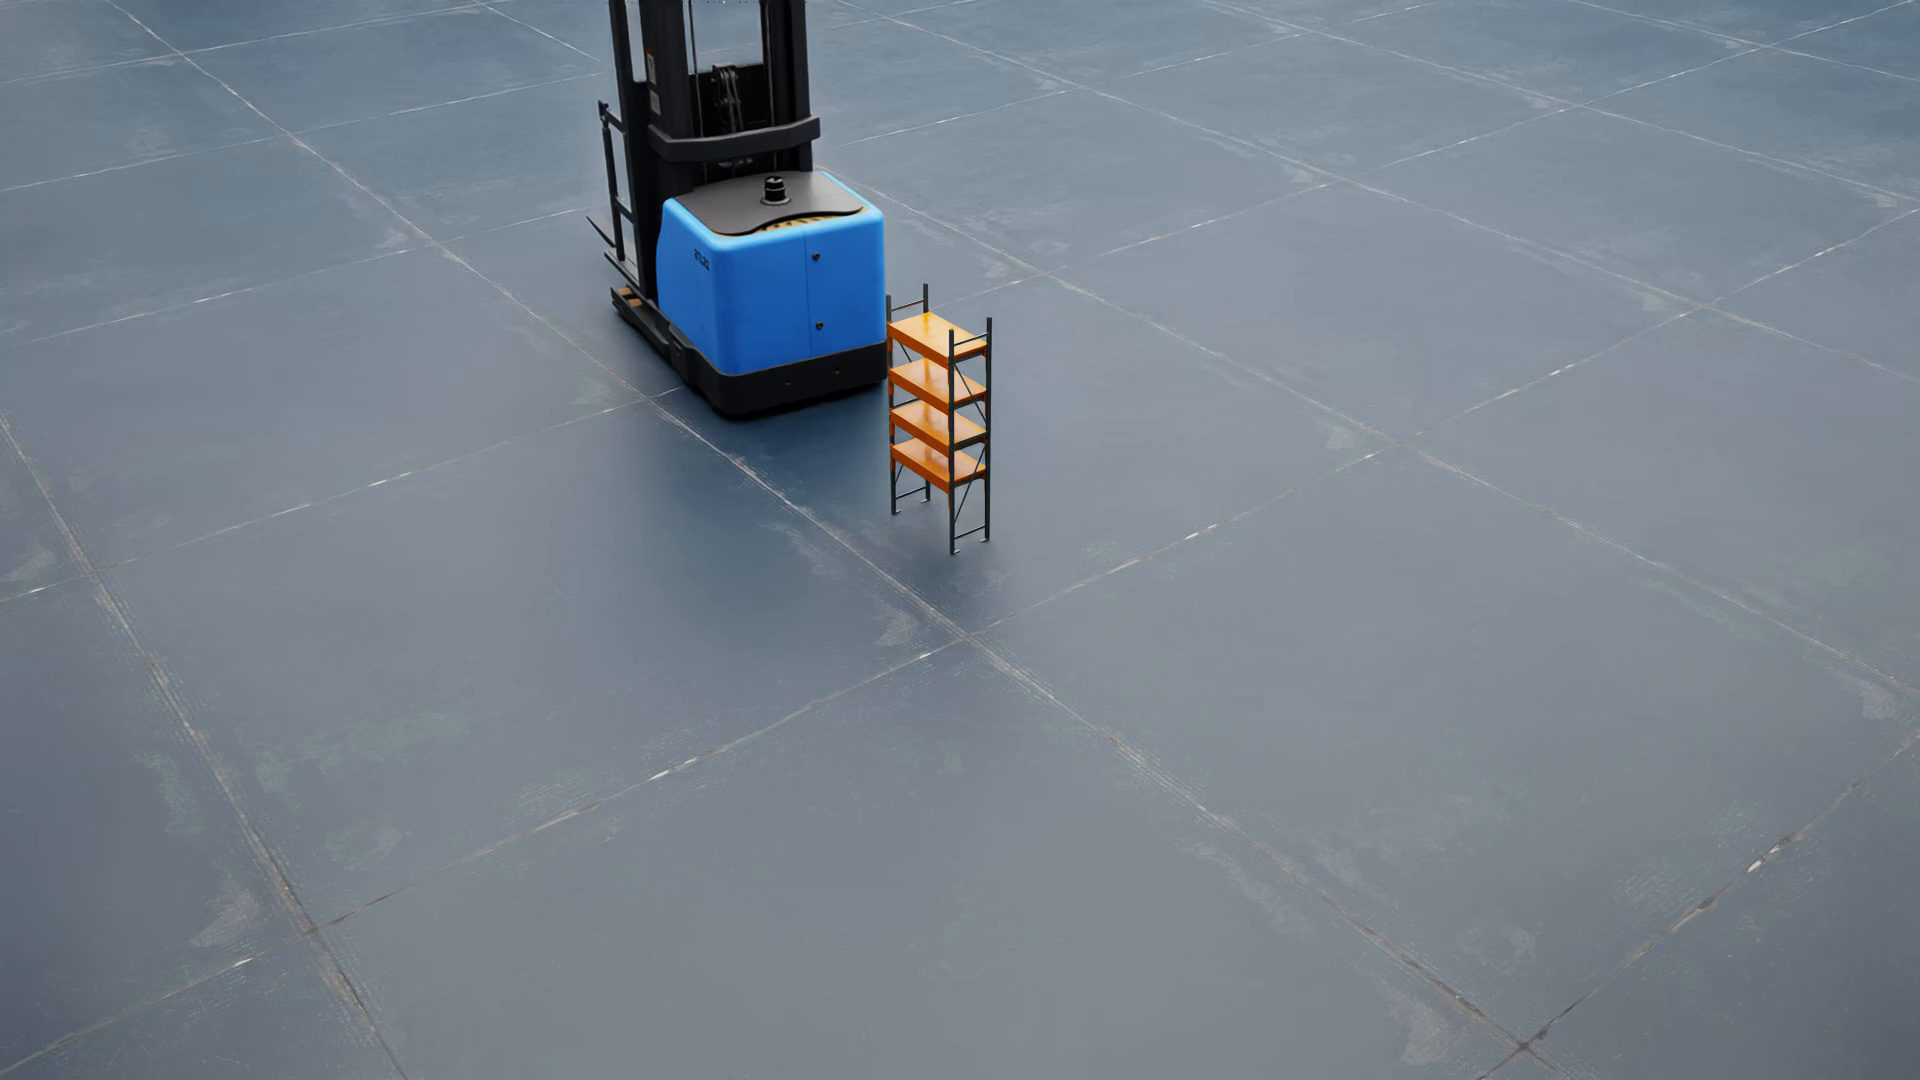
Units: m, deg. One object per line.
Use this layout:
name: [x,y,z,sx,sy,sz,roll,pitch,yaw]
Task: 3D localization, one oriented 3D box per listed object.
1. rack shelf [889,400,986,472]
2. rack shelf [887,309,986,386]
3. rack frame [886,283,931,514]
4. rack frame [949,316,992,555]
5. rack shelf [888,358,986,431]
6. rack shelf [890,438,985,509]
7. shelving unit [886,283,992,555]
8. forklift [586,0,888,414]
rack shelf: [-0.102,-0.522,8.080,0.258,0.148,0.480,-22,38,-31]
rack shelf: [-0.101,-0.913,7.837,0.258,0.148,0.480,-22,38,-31]
rack frame: [-0.251,-0.680,8.208,0.240,1.200,0.015,-22,38,-31]
rack frame: [0.048,-0.477,7.881,0.240,1.200,0.015,-22,38,-31]
rack shelf: [-0.102,-0.712,7.962,0.258,0.148,0.480,-22,38,-31]
rack shelf: [-0.102,-0.353,8.185,0.258,0.148,0.480,-22,38,-31]
shelving unit: [-0.102,-0.579,8.045,0.258,1.200,0.503,-22,38,-31]
forklift: [-1.555,-2.694,9.809,1.130,2.935,3.031,-16,35,-24]
